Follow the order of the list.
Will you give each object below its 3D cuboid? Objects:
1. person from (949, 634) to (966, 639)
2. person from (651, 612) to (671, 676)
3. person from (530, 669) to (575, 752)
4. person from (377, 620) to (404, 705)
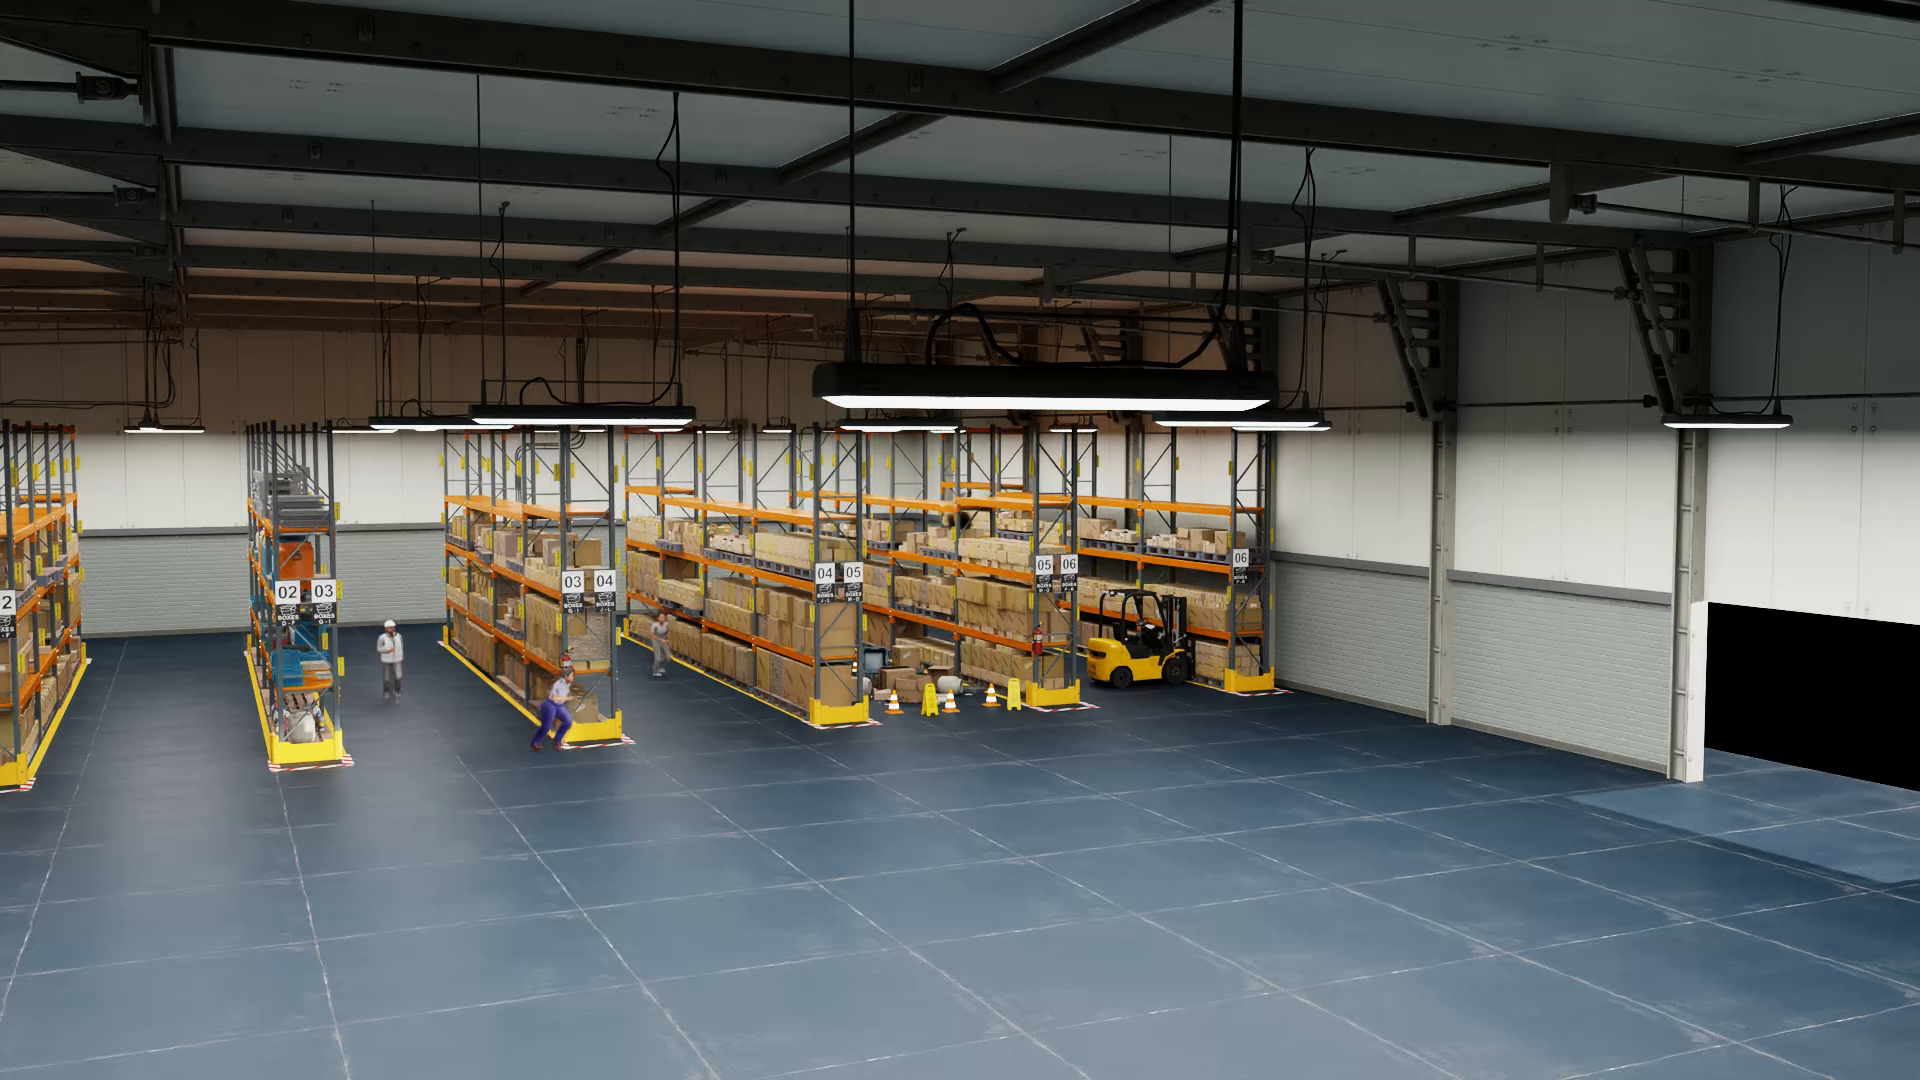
[{"bbox_3d":[0.003,1.936,46.910,0.737,1.738,0.690,3,5,39],"label":"person"},{"bbox_3d":[-7.115,2.481,39.505,0.553,1.560,0.726,-3,4,-36],"label":"person"},{"bbox_3d":[-7.361,3.091,30.207,0.940,1.546,0.642,1,4,15],"label":"person"},{"bbox_3d":[-12.165,2.620,35.555,0.596,1.825,0.833,-2,4,-30],"label":"person"}]
